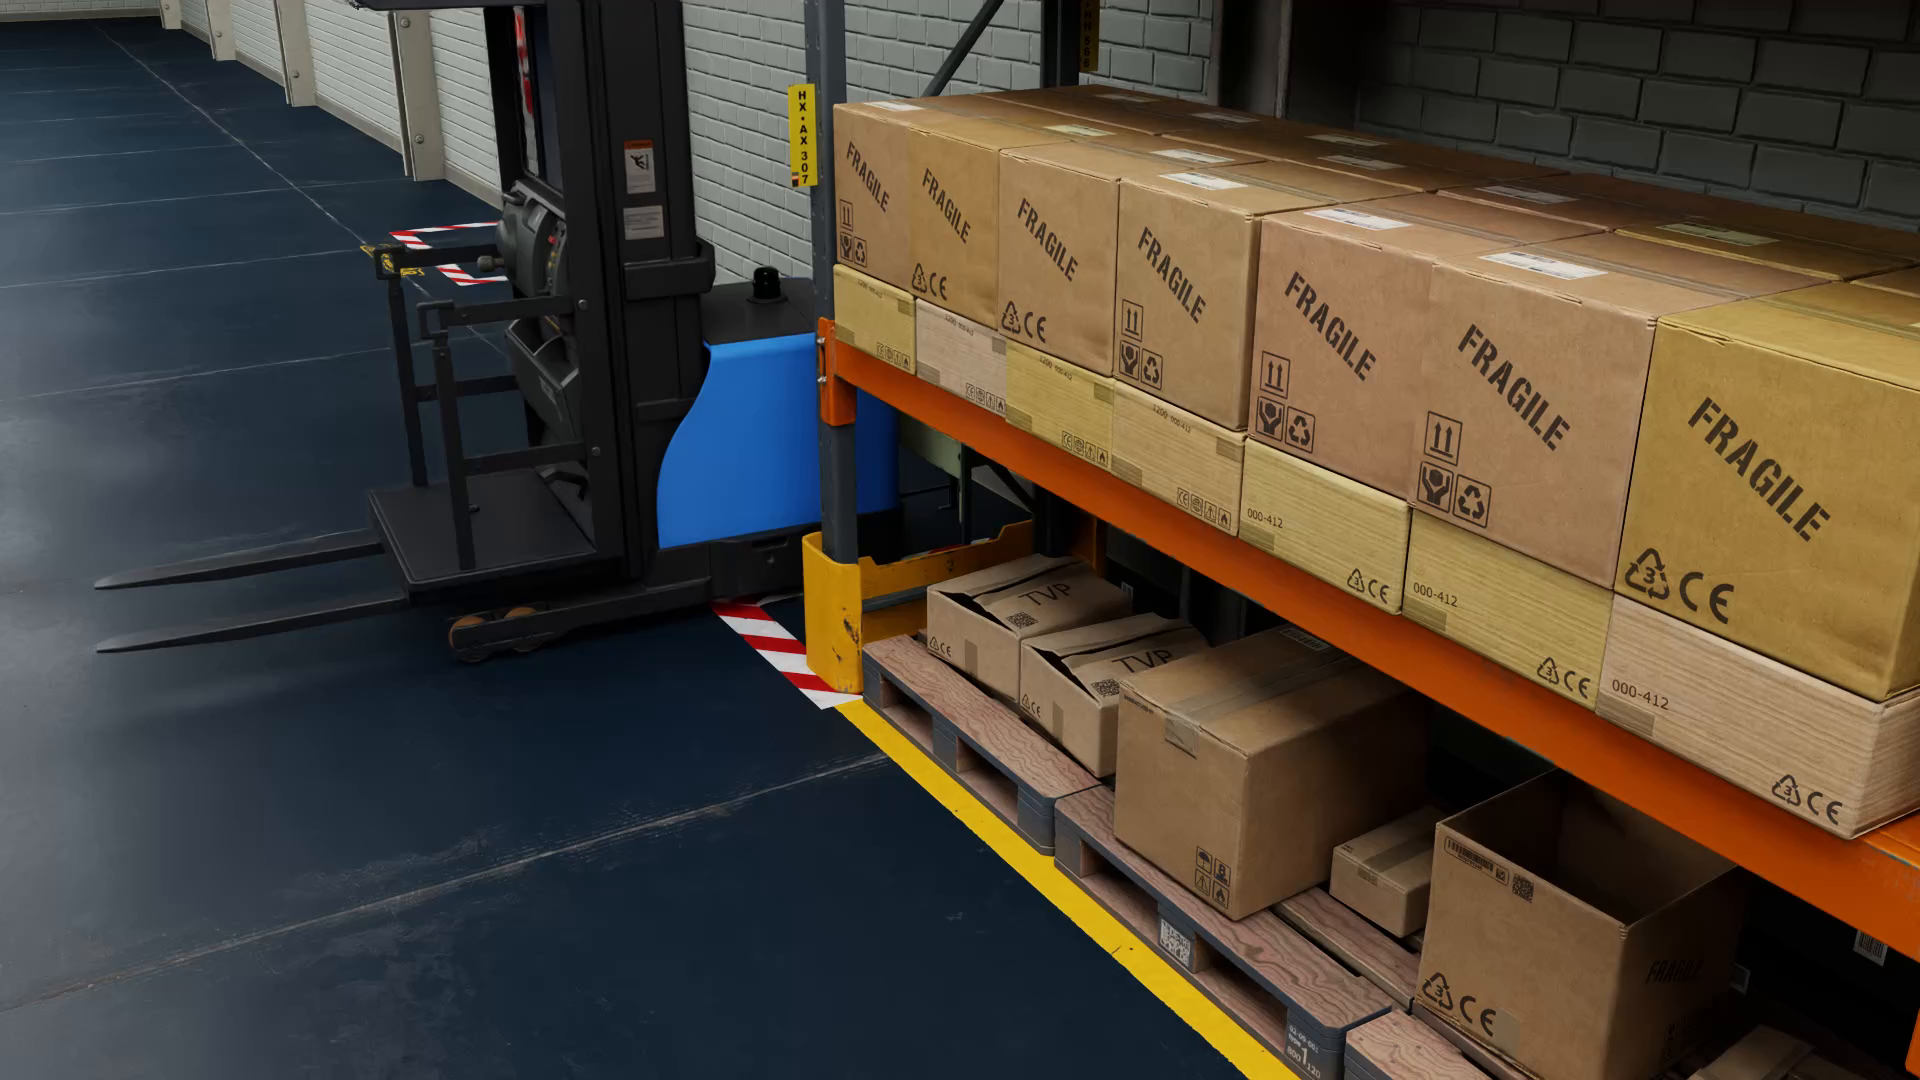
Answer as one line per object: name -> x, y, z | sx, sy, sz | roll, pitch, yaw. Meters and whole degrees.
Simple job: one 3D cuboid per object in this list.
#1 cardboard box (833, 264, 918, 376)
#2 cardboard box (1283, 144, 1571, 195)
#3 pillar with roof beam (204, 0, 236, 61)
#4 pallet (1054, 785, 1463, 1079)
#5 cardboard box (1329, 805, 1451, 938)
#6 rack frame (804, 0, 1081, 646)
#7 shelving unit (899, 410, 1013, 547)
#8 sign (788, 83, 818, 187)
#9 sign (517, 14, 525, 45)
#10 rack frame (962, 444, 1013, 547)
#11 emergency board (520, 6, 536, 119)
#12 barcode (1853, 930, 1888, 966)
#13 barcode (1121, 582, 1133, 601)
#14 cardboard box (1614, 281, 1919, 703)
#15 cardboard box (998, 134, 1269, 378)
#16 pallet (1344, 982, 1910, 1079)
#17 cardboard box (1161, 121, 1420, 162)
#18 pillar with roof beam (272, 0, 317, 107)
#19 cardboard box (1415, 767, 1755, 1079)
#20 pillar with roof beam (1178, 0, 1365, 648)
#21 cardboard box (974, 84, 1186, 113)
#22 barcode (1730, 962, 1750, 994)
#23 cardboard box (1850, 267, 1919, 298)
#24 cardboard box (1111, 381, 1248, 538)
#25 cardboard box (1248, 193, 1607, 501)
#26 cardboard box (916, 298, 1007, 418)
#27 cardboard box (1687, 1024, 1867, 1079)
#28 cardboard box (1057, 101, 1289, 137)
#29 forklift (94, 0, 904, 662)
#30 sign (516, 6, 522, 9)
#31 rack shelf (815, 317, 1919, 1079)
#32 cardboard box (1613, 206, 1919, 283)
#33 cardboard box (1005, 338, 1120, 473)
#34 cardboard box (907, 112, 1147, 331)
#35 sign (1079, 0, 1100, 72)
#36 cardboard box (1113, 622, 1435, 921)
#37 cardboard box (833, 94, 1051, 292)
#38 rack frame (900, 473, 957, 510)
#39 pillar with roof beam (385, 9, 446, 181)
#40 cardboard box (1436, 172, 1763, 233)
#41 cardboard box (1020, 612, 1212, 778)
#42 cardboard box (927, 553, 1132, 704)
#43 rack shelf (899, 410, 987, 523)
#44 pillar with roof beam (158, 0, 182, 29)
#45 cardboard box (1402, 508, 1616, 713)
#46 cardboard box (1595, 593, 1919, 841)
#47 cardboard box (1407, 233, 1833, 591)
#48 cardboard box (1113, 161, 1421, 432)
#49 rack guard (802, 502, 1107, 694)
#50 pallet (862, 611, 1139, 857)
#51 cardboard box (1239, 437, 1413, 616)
cardboard box -> -0.066, -0.742, 5.325 | 0.500, 0.250, 0.500 | -13, 26, -30
cardboard box -> 1.155, -0.702, 4.232 | 0.500, 0.500, 0.500 | -12, 25, -28
pillar with roof beam -> -14.902, -10.681, 21.639 | 9.100, 9.000, 0.400 | -13, 25, -28
pallet -> 1.000, 0.960, 4.670 | 1.003, 0.211, 1.213 | -13, 25, -28
cardboard box -> 1.201, 0.869, 4.391 | 0.380, 0.149, 0.250 | -15, 26, -32
rack frame -> -0.042, -1.021, 5.840 | 1.000, 3.000, 0.127 | -13, 25, -28
shelving unit -> -0.003, -0.697, 7.034 | 0.431, 1.500, 0.755 | -13, 25, -28
sign -> -0.509, -1.318, 5.420 | 0.100, 0.325, 0.005 | -13, 25, -28
sign -> -3.429, -3.926, 12.939 | 0.001, 0.329, 0.234 | -13, 25, -28
rack frame -> 0.183, -0.579, 6.743 | 0.400, 1.500, 0.023 | -13, 25, -28
emergency board -> -3.236, -3.710, 12.456 | 0.194, 1.169, 0.643 | -13, 25, -28
barcode -> 1.931, 0.859, 3.525 | 0.001, 0.075, 0.075 | -13, 25, -28
barcode -> 0.587, 0.187, 5.843 | 0.001, 0.075, 0.075 | -13, 25, -28
cardboard box -> 1.494, -0.107, 2.768 | 0.500, 0.500, 0.500 | -13, 25, -28
cardboard box -> 0.446, -0.765, 4.388 | 0.500, 0.500, 0.500 | -14, 26, -30
pallet -> 1.627, 1.355, 3.697 | 1.003, 0.211, 1.213 | -13, 25, -28
cardboard box -> 0.898, -0.865, 4.633 | 0.500, 0.500, 0.500 | -13, 26, -30
pillar with roof beam -> -11.837, -8.739, 16.860 | 9.100, 9.000, 0.400 | -13, 25, -28
cardboard box -> 1.436, 0.900, 3.850 | 0.500, 0.500, 0.500 | -15, 26, -32
pillar with roof beam -> -2.642, -2.912, 2.525 | 9.100, 9.000, 0.400 | -13, 25, -28
cardboard box -> 0.381, -1.196, 5.448 | 0.500, 0.500, 0.500 | -13, 25, -29
barcode -> 1.825, 1.025, 3.914 | 0.001, 0.075, 0.075 | -13, 25, -28
cardboard box -> 1.940, -0.206, 3.010 | 0.500, 0.500, 0.500 | -13, 26, -29
cardboard box -> 0.723, -0.246, 4.106 | 0.500, 0.250, 0.500 | -12, 25, -28
cardboard box -> 0.986, -0.432, 3.568 | 0.500, 0.500, 0.500 | -13, 26, -30
cardboard box -> 0.212, -0.576, 4.919 | 0.500, 0.250, 0.500 | -13, 26, -30
cardboard box -> 1.702, 1.215, 3.517 | 0.380, 0.166, 0.250 | -17, 27, -35
cardboard box -> 0.630, -1.032, 5.043 | 0.500, 0.500, 0.500 | -12, 25, -28
forklift -> -1.788, -1.130, 6.200 | 3.031, 2.935, 1.130 | -11, 24, -24
sign -> -3.435, -4.168, 12.831 | 0.001, 0.109, 0.331 | -13, 25, -28
rack shelf -> 0.979, -0.040, 4.382 | 1.077, 0.370, 4.000 | -13, 25, -28
cardboard box -> 1.679, -0.374, 3.424 | 0.500, 0.500, 0.500 | -13, 25, -29
cardboard box -> 0.467, -0.410, 4.510 | 0.500, 0.250, 0.500 | -13, 26, -29
cardboard box -> 0.187, -0.934, 4.802 | 0.500, 0.500, 0.500 | -13, 25, -28
sign -> 0.445, -1.804, 5.809 | 0.100, 0.325, 0.005 | -13, 25, -28
cardboard box -> 0.857, 0.606, 4.572 | 0.700, 0.500, 0.500 | -14, 26, -32
cardboard box -> -0.057, -1.096, 5.201 | 0.500, 0.500, 0.500 | -13, 25, -28
rack frame -> -0.190, -0.815, 7.326 | 0.400, 1.500, 0.023 | -13, 25, -28
pillar with roof beam -> -8.772, -6.796, 12.082 | 9.100, 9.000, 0.400 | -13, 25, -28
cardboard box -> 1.430, -0.536, 3.824 | 0.500, 0.500, 0.500 | -12, 25, -27
cardboard box -> 0.525, 0.447, 5.216 | 0.500, 0.311, 0.500 | -10, 24, -24
cardboard box -> 0.234, 0.262, 5.670 | 0.500, 0.311, 0.500 | -16, 27, -34
rack shelf -> -0.003, -0.395, 7.157 | 0.431, 0.370, 0.720 | -13, 25, -28
pillar with roof beam -> -17.967, -12.623, 26.417 | 9.100, 9.000, 0.400 | -13, 25, -28
cardboard box -> 1.251, 0.076, 3.313 | 0.500, 0.250, 0.500 | -12, 25, -28
cardboard box -> 1.498, 0.239, 2.912 | 0.500, 0.250, 0.500 | -13, 25, -28
cardboard box -> 1.234, -0.267, 3.162 | 0.500, 0.500, 0.500 | -13, 25, -29
cardboard box -> 0.719, -0.601, 3.982 | 0.500, 0.500, 0.500 | -12, 25, -27
rack guard -> -0.003, 0.162, 6.250 | 1.175, 0.500, 0.348 | -13, 25, -28
pallet -> 0.381, 0.565, 5.641 | 1.003, 0.211, 1.213 | -13, 25, -28
cardboard box -> 0.981, -0.084, 3.706 | 0.500, 0.250, 0.500 | -13, 25, -29
